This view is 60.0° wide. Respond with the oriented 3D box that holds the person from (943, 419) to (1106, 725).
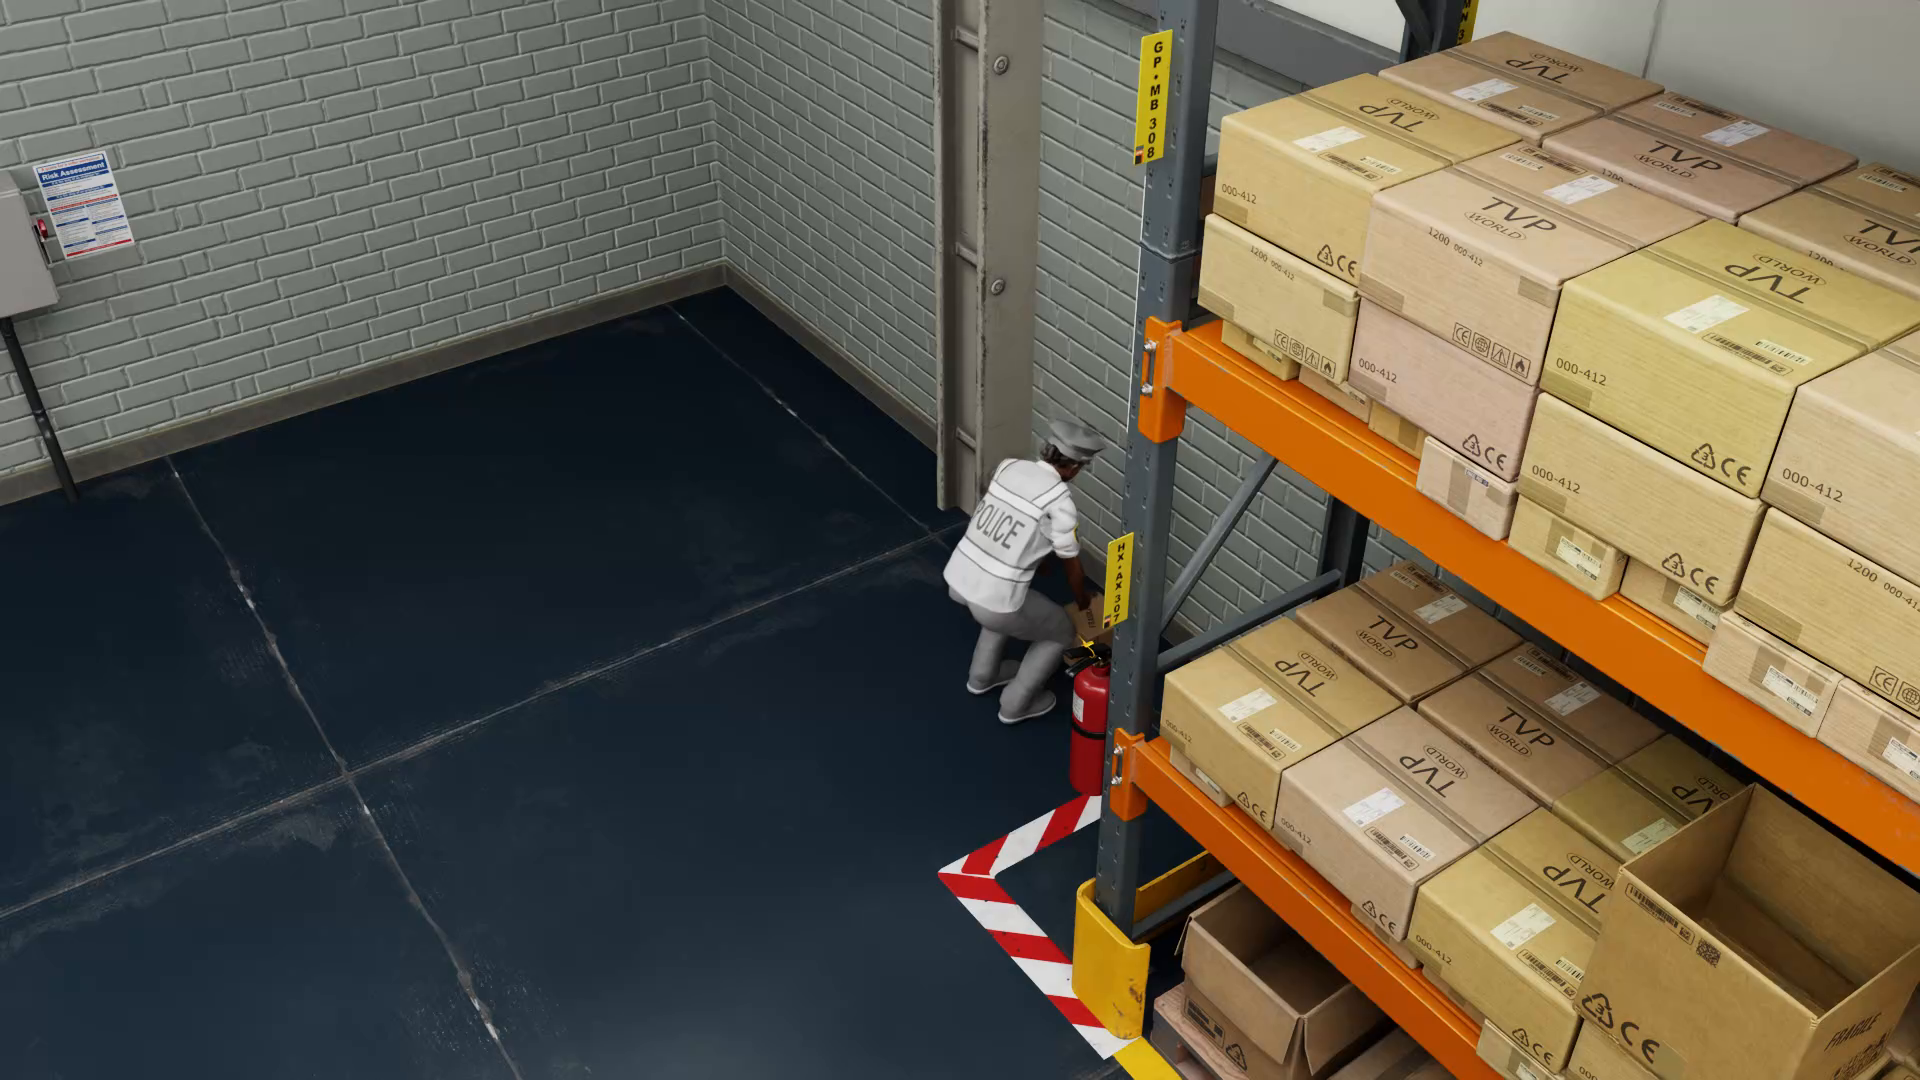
[{"bbox_3d":[0.273,0.134,7.130,0.756,1.303,0.499,-23,42,-27],"label":"person"}]
